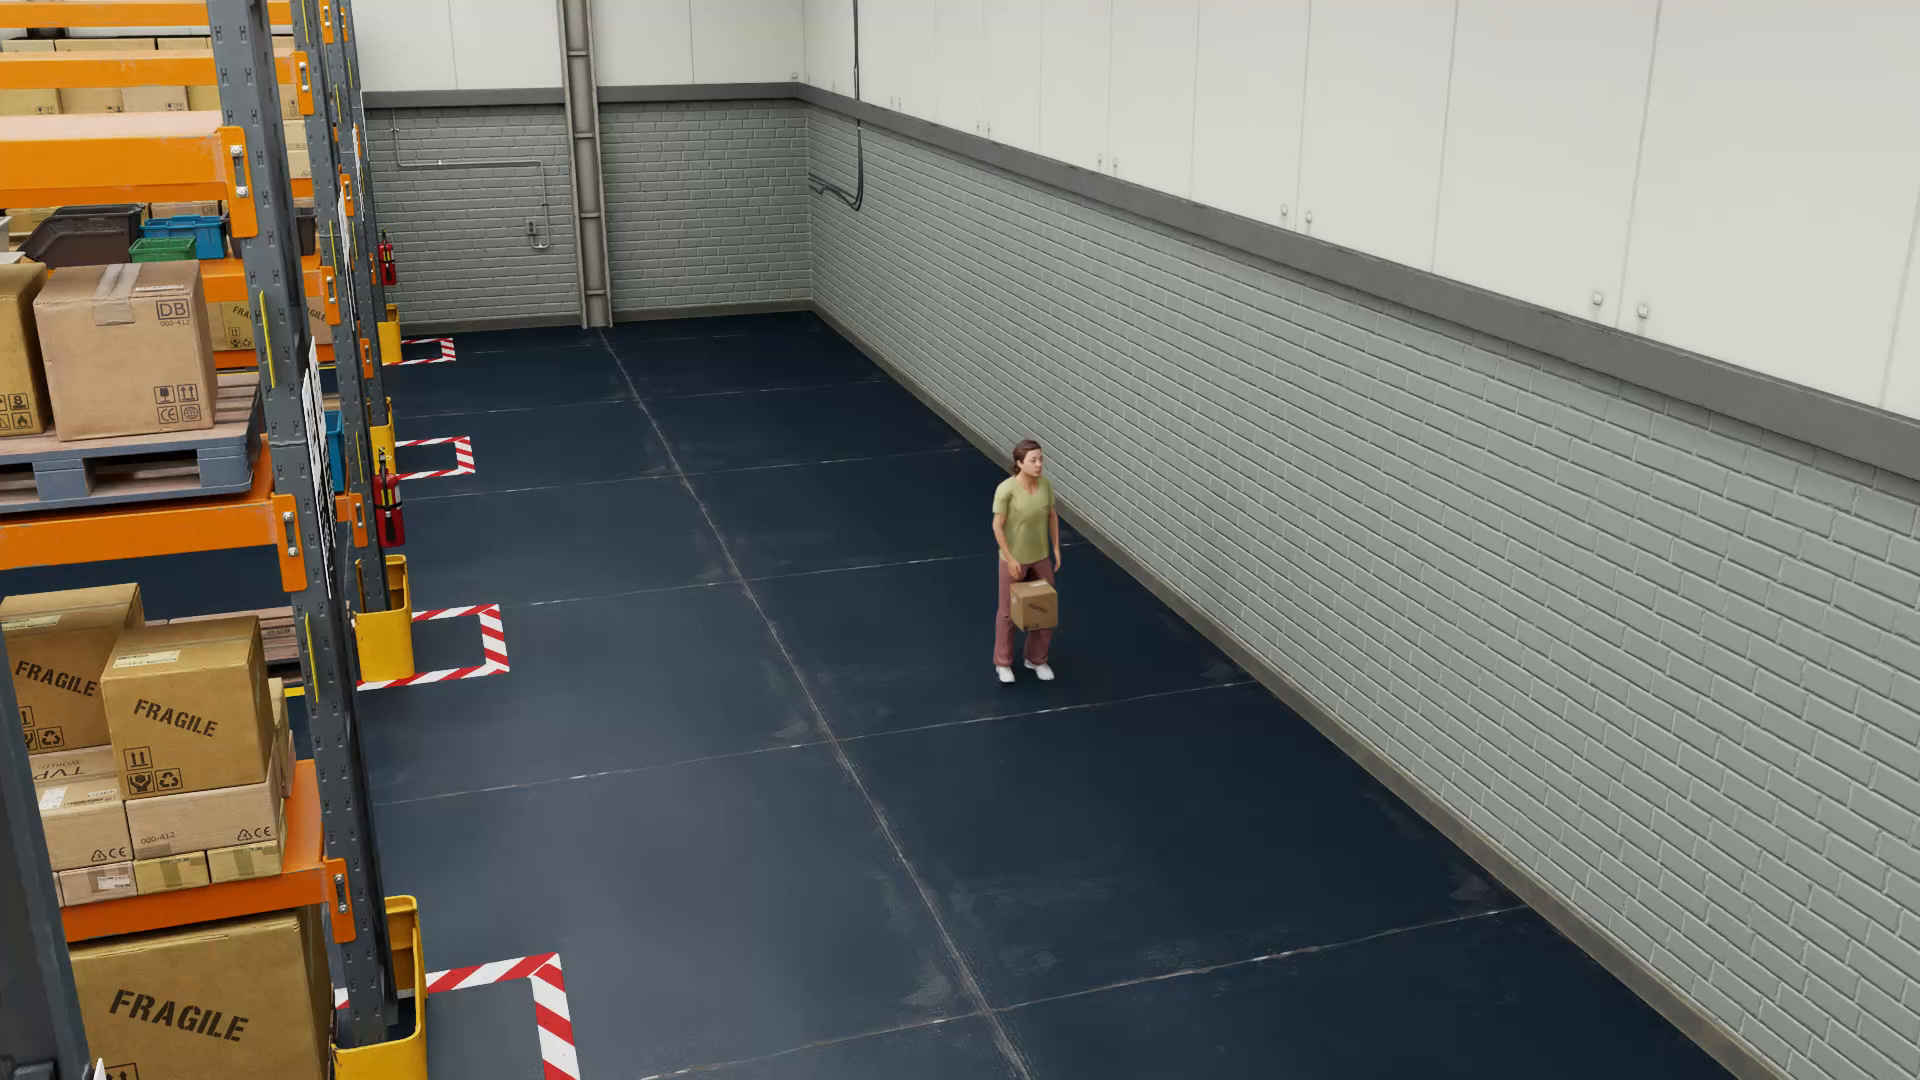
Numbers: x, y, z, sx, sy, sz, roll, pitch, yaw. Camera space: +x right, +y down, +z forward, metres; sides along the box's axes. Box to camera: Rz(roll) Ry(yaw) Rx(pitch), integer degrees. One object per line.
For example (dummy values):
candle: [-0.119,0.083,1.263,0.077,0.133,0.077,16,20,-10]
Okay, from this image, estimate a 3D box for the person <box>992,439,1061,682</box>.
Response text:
person: [0.450,0.140,11.180,0.524,1.678,0.375,-10,22,-27]
